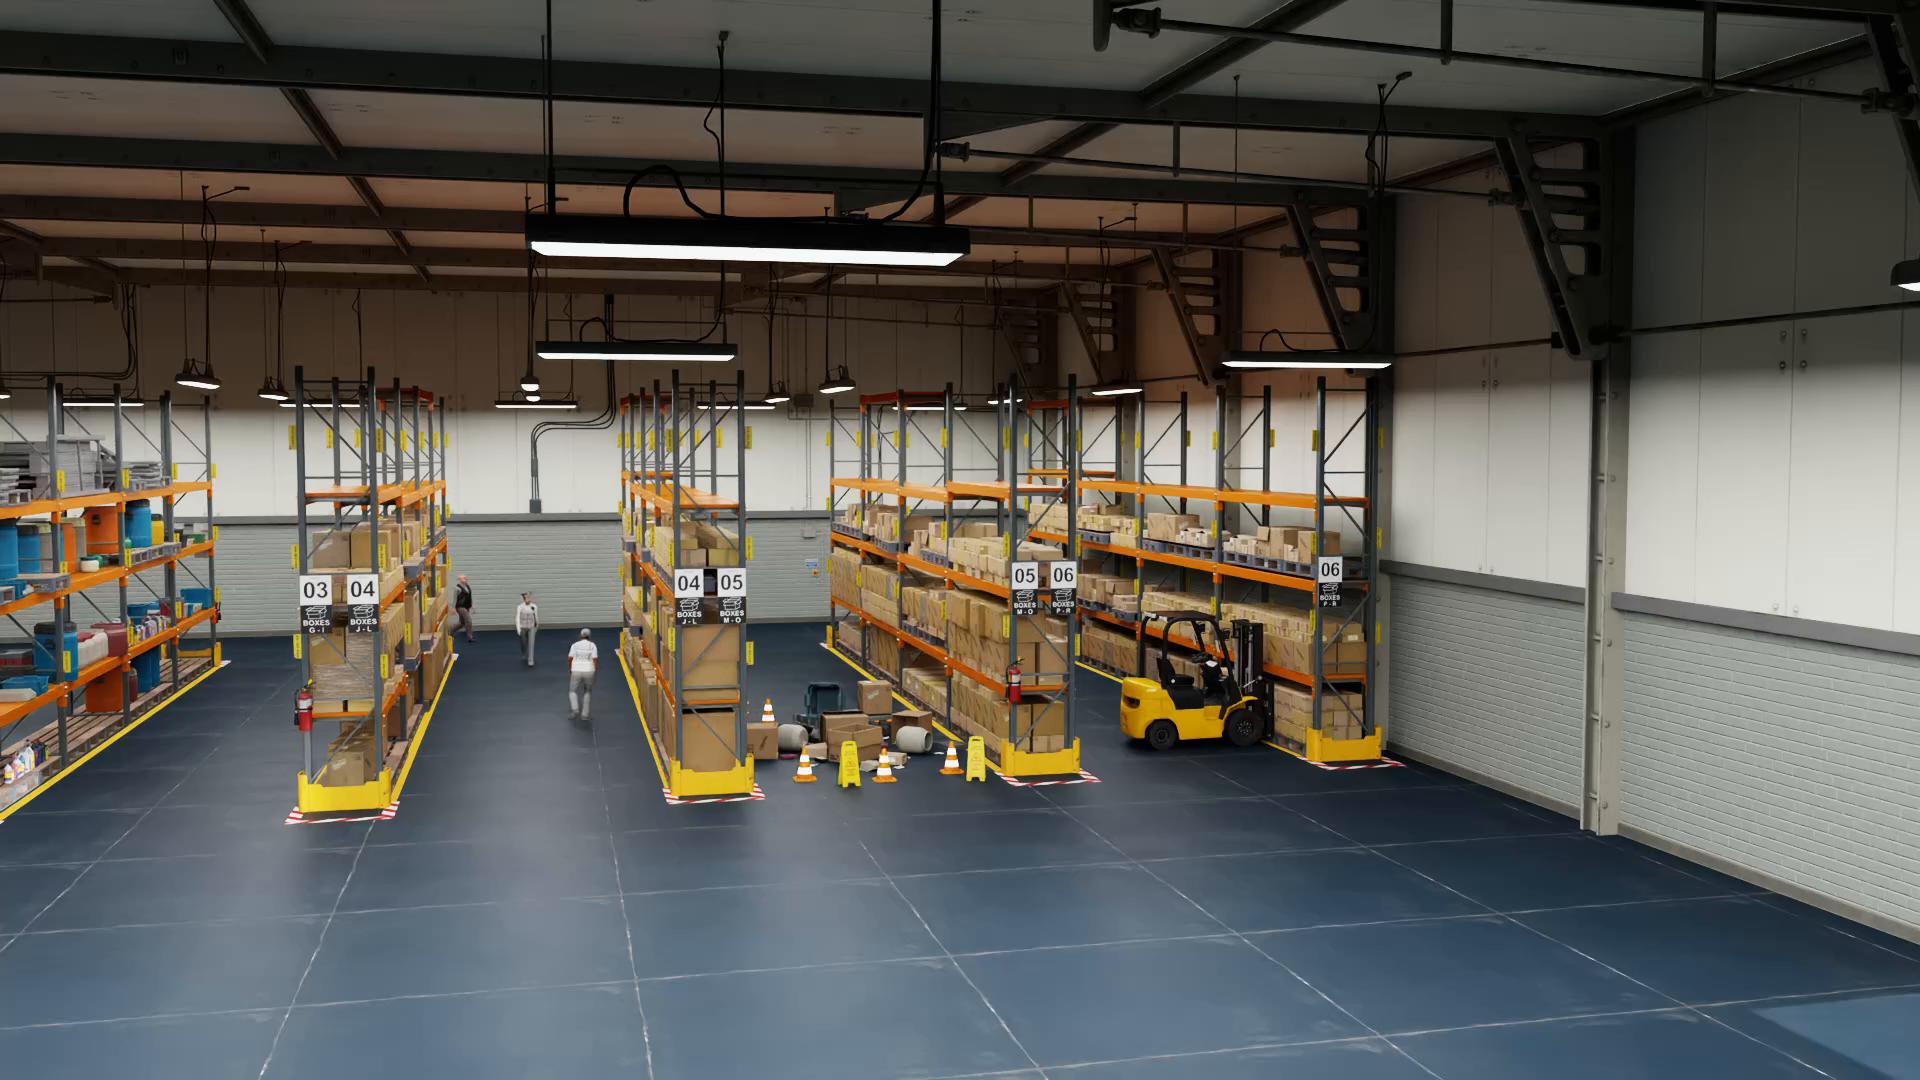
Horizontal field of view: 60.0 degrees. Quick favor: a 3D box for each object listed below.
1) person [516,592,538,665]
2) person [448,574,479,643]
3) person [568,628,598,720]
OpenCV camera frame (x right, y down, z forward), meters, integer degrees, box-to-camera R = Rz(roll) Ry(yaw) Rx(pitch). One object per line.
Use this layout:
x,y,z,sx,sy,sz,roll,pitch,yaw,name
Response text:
-9.677,1.951,37.166,0.482,1.621,1.049,-1,4,-14,person
-12.360,1.692,41.277,0.944,1.692,0.531,1,3,11,person
-6.748,2.415,29.766,0.537,1.637,0.651,-1,3,-11,person
